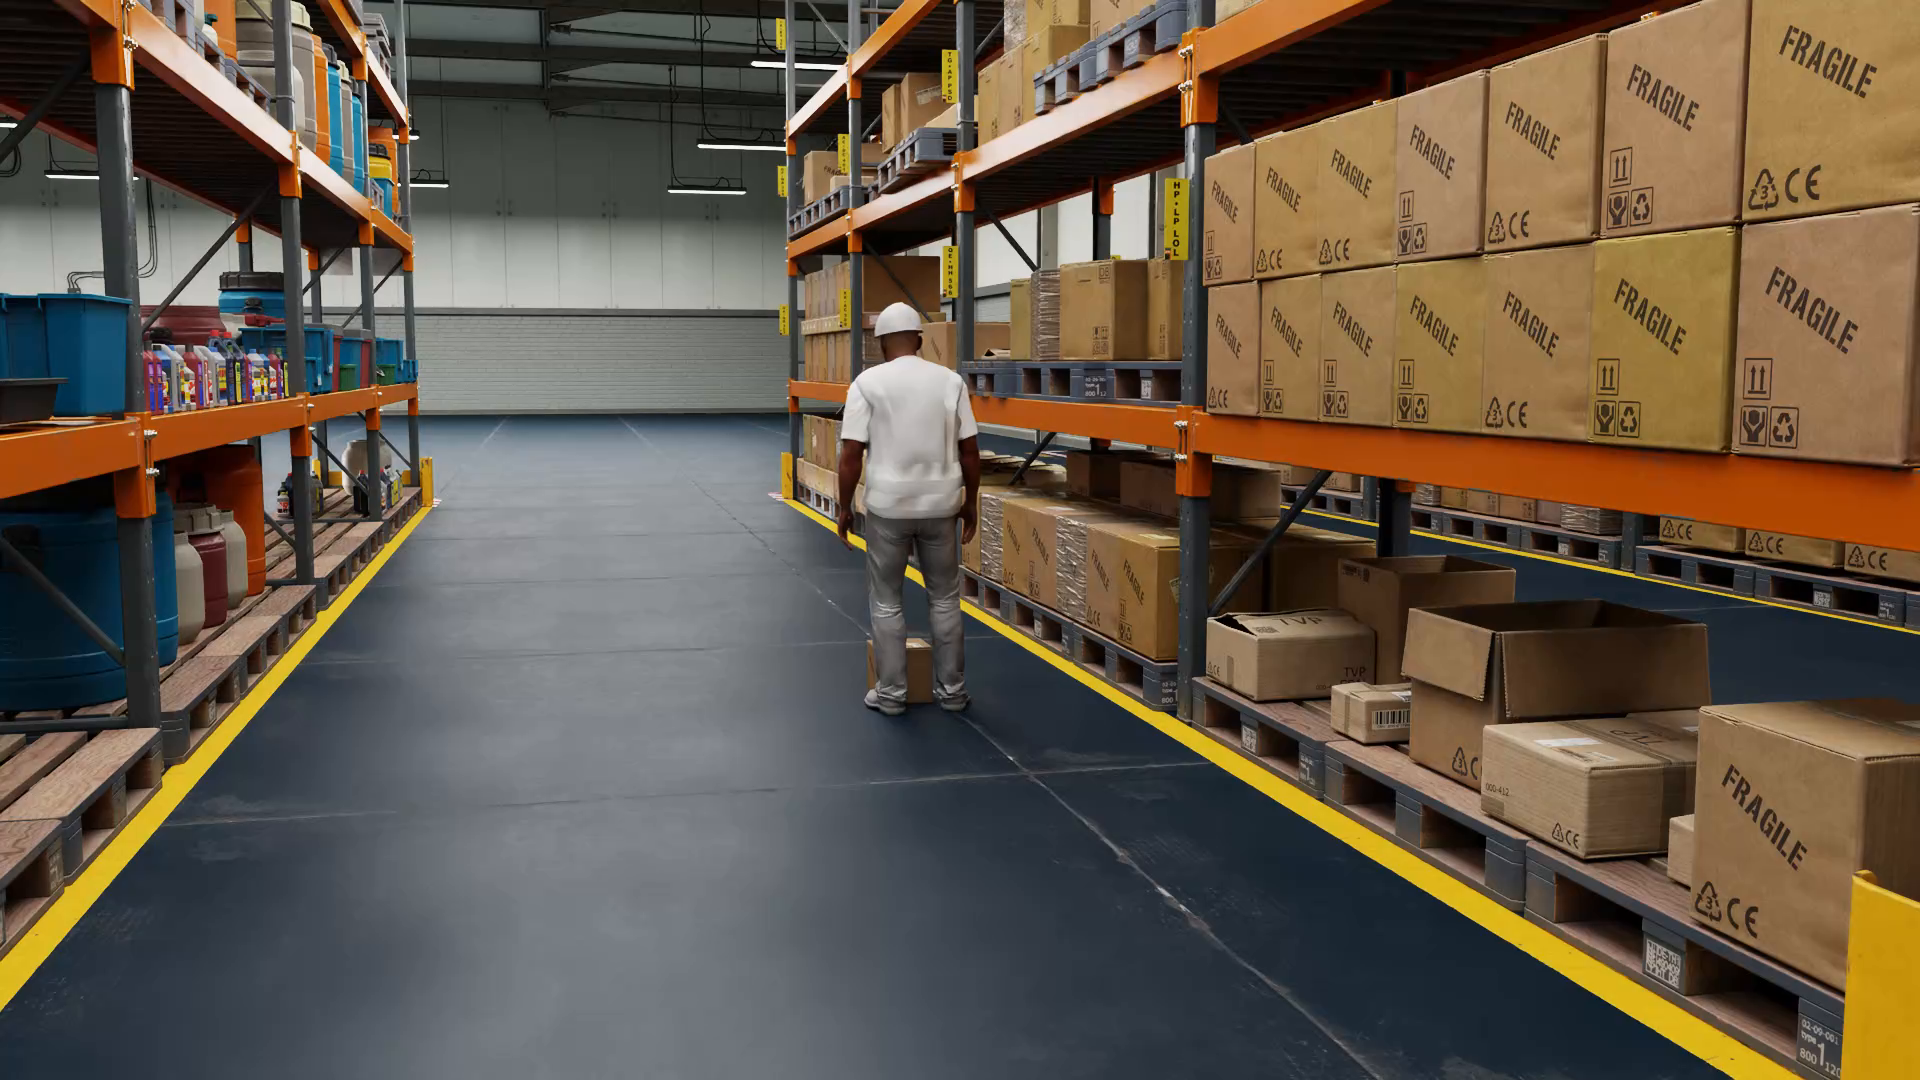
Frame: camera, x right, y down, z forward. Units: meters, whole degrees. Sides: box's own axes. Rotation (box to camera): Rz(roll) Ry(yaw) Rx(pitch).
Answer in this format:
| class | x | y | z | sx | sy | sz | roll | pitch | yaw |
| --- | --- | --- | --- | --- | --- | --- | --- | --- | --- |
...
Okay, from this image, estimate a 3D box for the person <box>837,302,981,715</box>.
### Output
| class | x | y | z | sx | sy | sz | roll | pitch | yaw |
| --- | --- | --- | --- | --- | --- | --- | --- | --- | --- |
| person | -0.222 | -0.138 | 7.168 | 0.635 | 1.760 | 0.458 | -2 | 6 | -16 |
